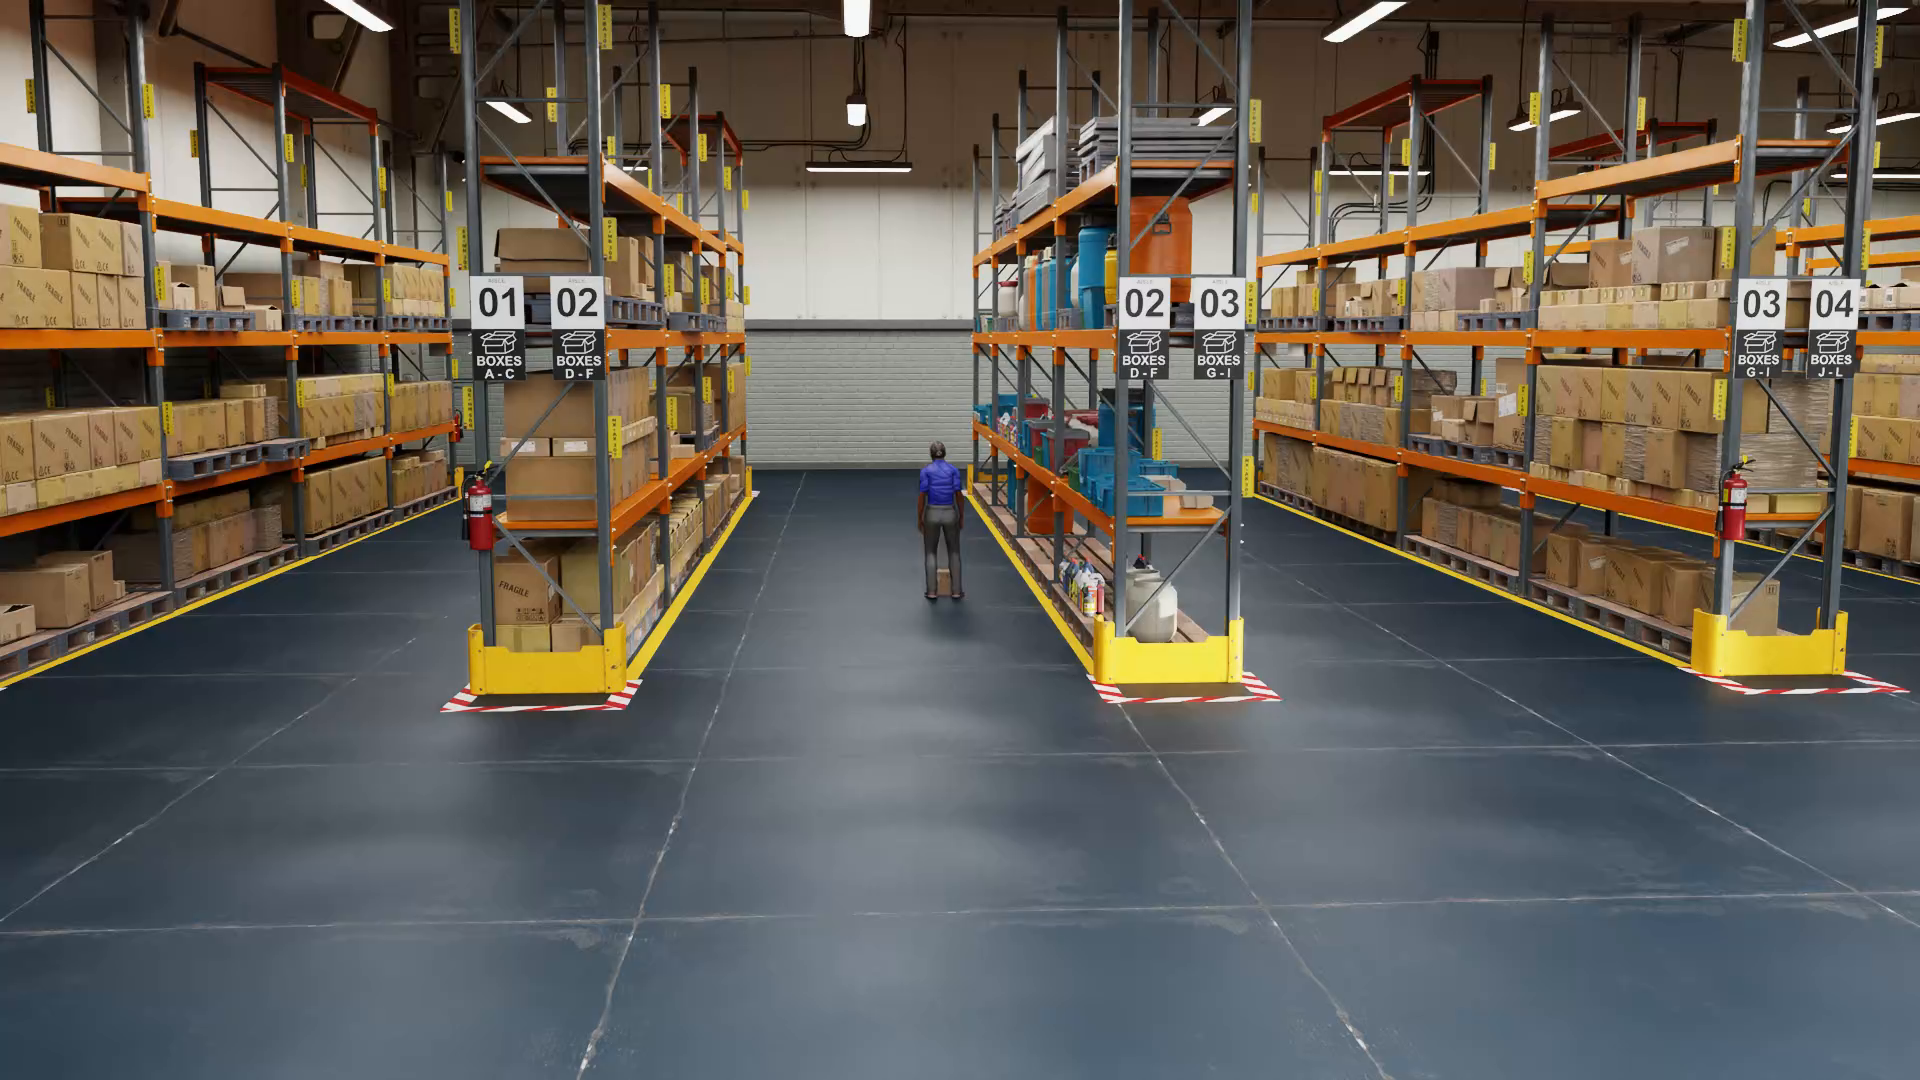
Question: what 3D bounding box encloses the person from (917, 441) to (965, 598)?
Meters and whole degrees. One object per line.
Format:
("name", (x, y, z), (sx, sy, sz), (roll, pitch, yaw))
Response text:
("person", (-0.194, -0.213, 17.521), (0.518, 1.653, 0.349), (-1, 7, -6))
